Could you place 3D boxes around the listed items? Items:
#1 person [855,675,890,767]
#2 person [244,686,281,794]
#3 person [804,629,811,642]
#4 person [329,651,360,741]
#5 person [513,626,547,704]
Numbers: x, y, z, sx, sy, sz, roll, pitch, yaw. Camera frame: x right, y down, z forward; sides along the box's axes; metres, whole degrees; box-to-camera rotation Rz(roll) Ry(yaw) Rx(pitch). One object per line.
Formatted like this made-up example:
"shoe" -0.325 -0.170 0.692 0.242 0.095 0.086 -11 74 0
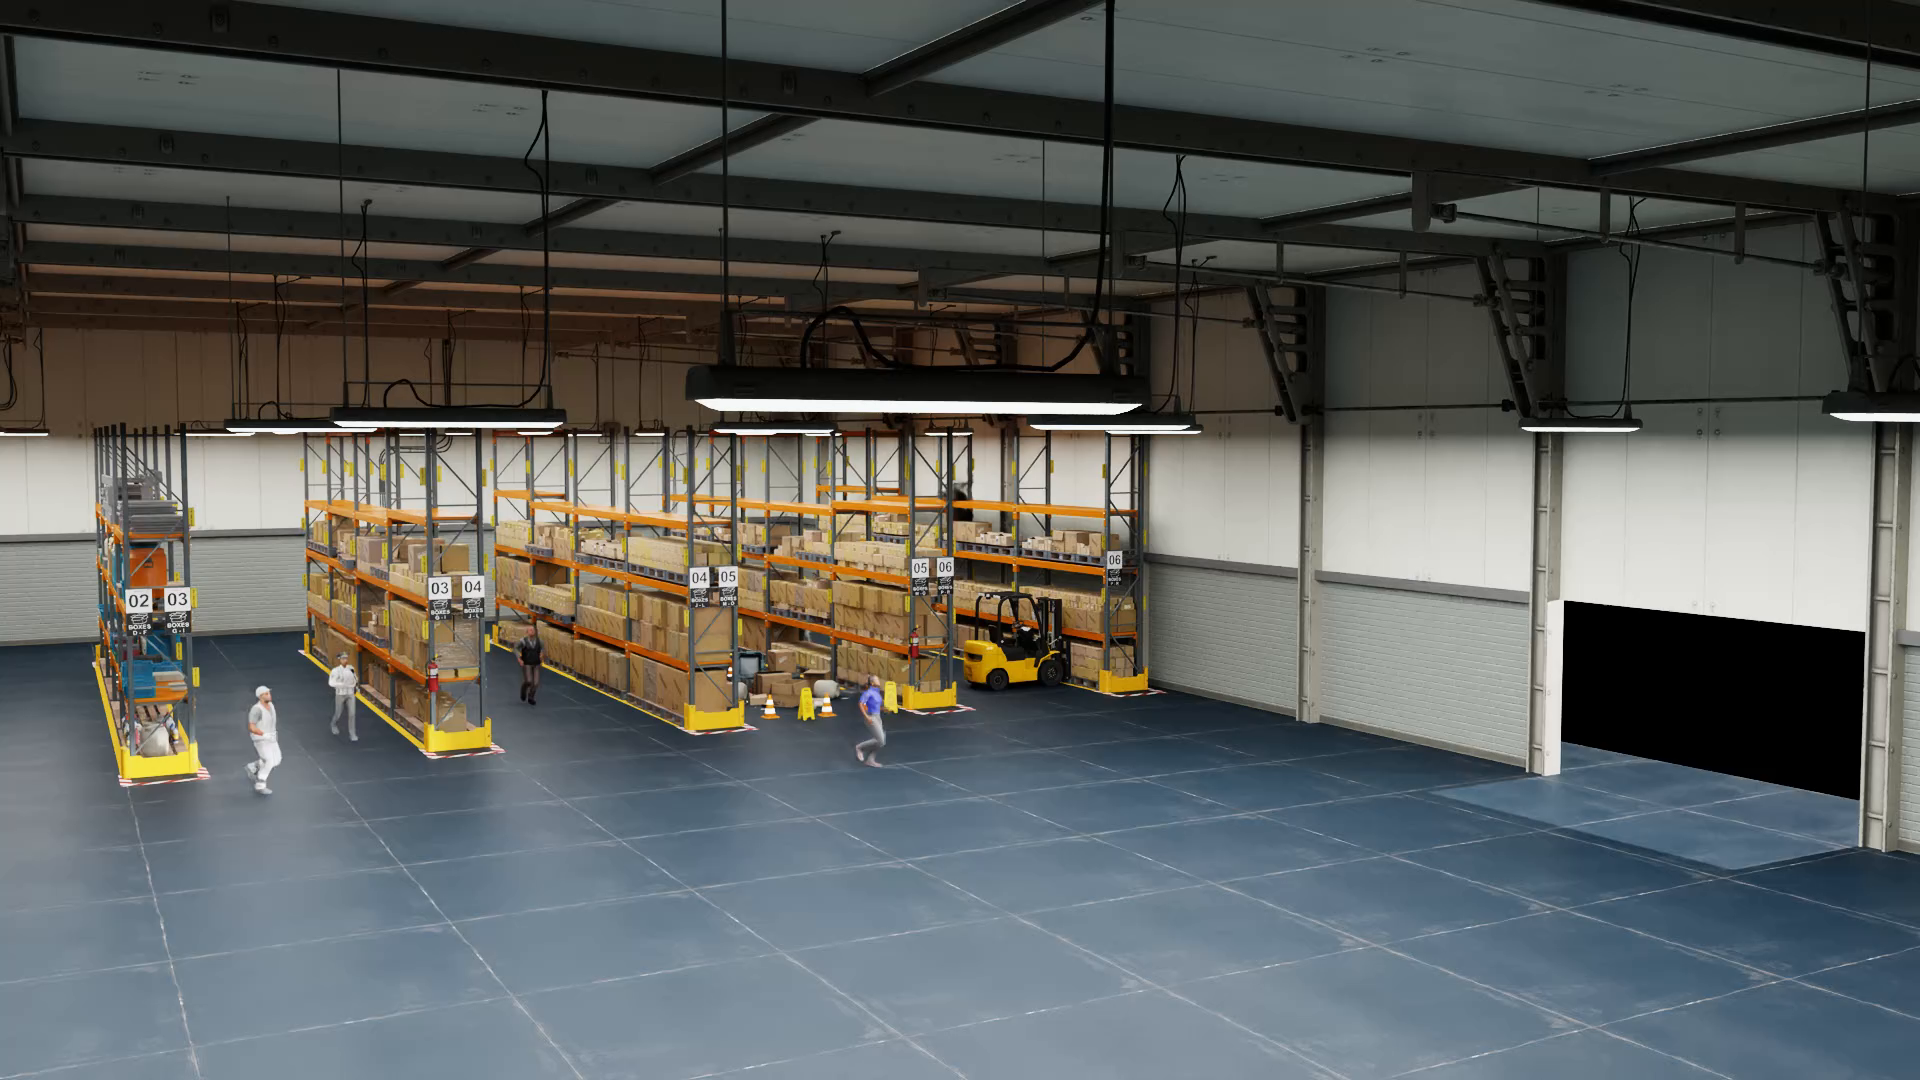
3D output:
"person" -1.517 3.161 29.082 0.568 1.621 0.605 1 4 15
"person" -11.296 3.228 26.929 0.669 1.751 0.677 1 3 9
"person" -4.396 2.058 45.721 0.663 1.764 0.980 -2 4 -28
"person" -11.707 2.947 31.648 0.617 1.673 0.923 -3 5 -40
"person" -9.229 2.704 35.845 0.703 1.694 0.542 -2 4 -31
